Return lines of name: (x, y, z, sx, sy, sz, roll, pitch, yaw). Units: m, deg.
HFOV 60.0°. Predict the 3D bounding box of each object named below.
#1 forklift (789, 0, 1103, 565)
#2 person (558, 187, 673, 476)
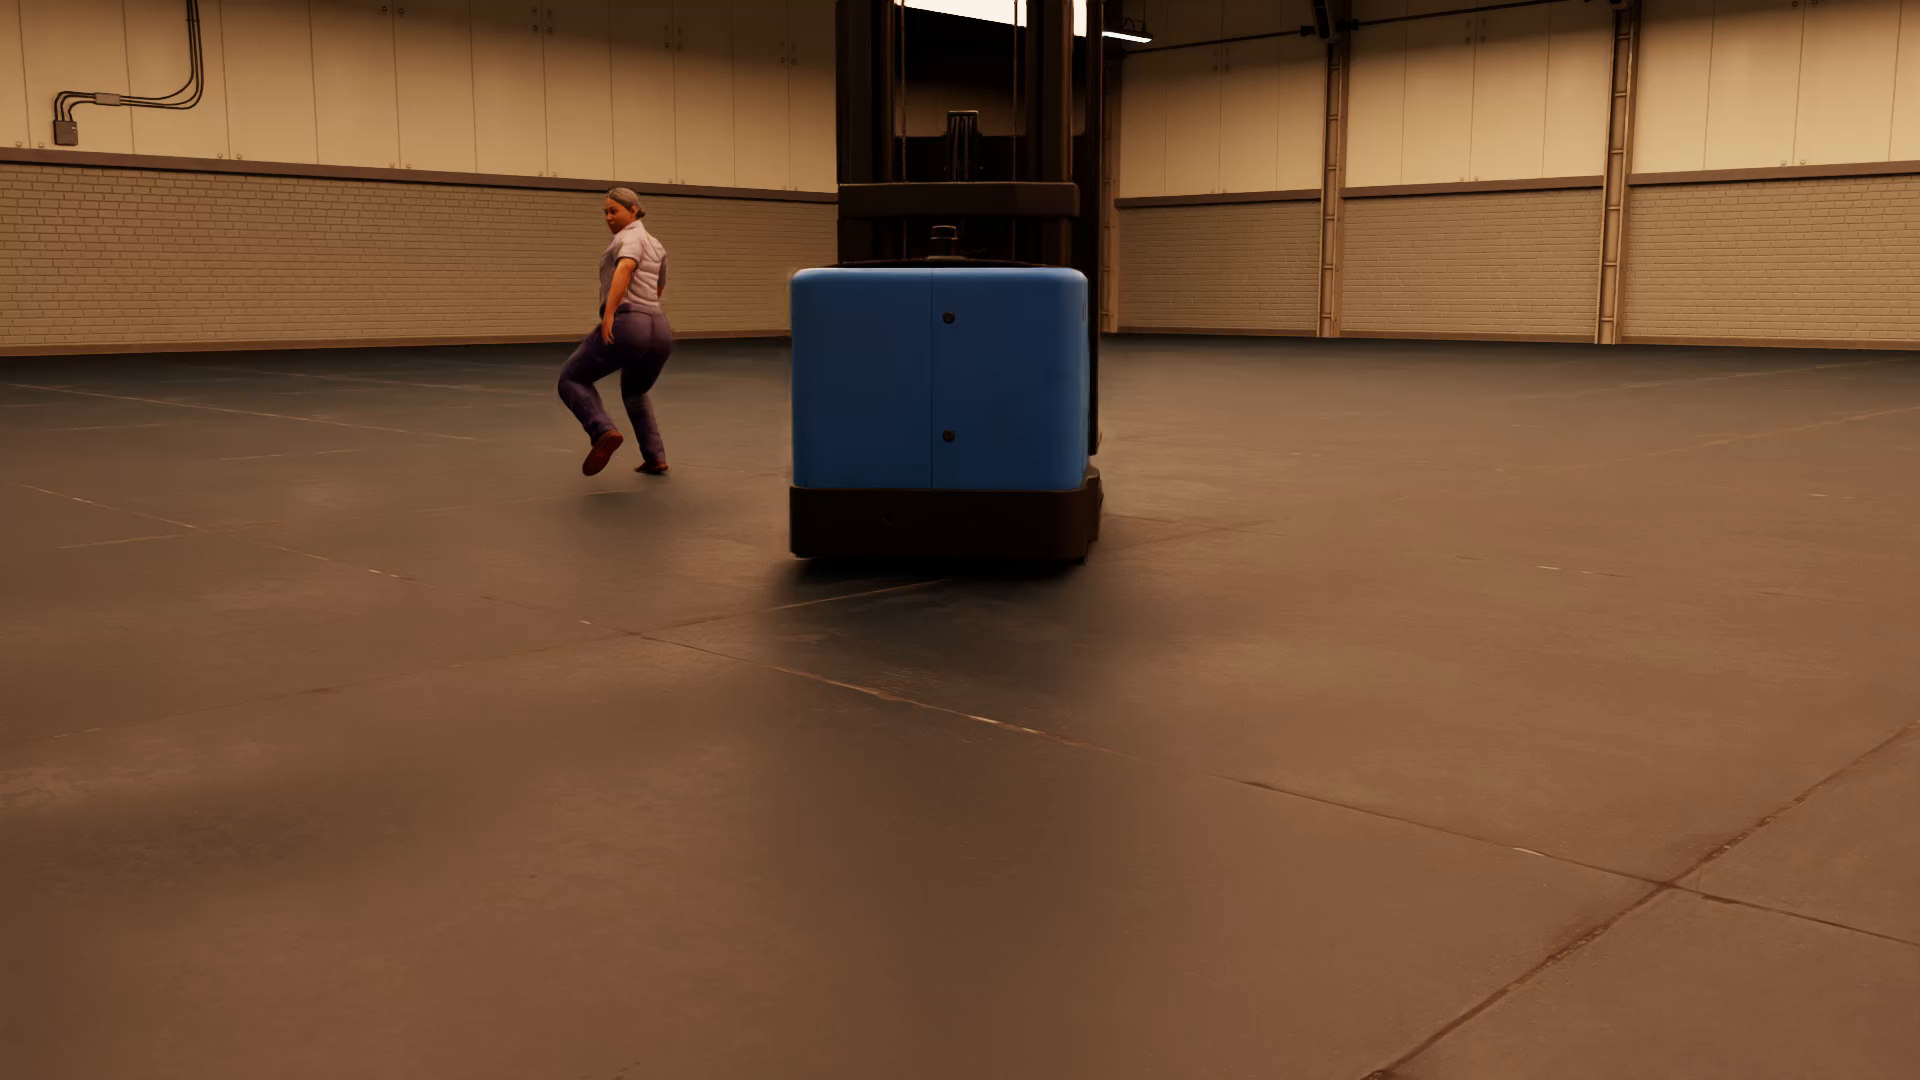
forklift: (0.061, -1.540, 7.100, 1.130, 2.935, 3.031, 1, 9, 6)
person: (-1.819, -1.106, 8.948, 0.555, 1.559, 0.755, 5, 10, 31)
